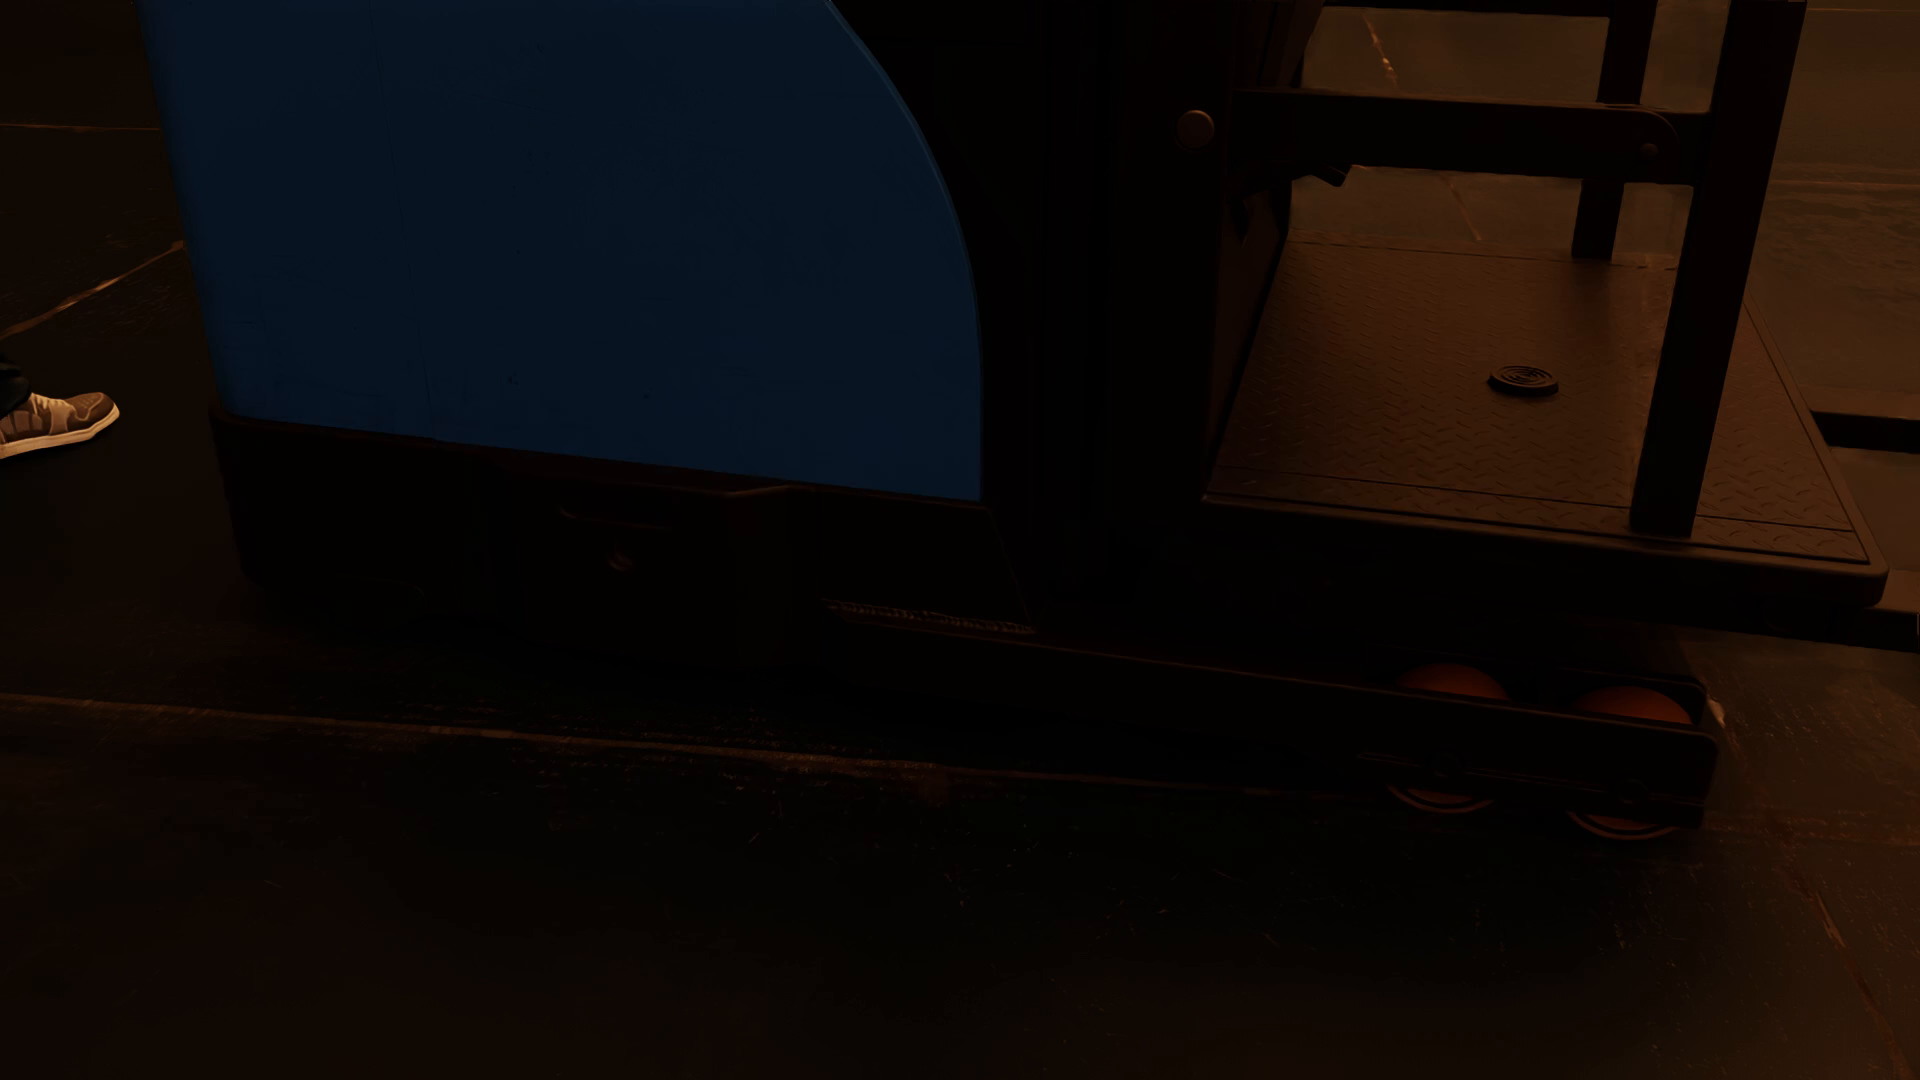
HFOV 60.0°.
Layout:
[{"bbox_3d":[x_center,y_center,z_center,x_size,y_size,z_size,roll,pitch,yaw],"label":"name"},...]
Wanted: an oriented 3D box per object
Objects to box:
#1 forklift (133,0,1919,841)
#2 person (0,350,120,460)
[{"bbox_3d":[0.592,-1.244,1.710,3.031,2.935,1.130,7,27,13],"label":"forklift"},{"bbox_3d":[-1.756,-0.881,2.473,0.517,1.602,0.420,12,29,23],"label":"person"}]
